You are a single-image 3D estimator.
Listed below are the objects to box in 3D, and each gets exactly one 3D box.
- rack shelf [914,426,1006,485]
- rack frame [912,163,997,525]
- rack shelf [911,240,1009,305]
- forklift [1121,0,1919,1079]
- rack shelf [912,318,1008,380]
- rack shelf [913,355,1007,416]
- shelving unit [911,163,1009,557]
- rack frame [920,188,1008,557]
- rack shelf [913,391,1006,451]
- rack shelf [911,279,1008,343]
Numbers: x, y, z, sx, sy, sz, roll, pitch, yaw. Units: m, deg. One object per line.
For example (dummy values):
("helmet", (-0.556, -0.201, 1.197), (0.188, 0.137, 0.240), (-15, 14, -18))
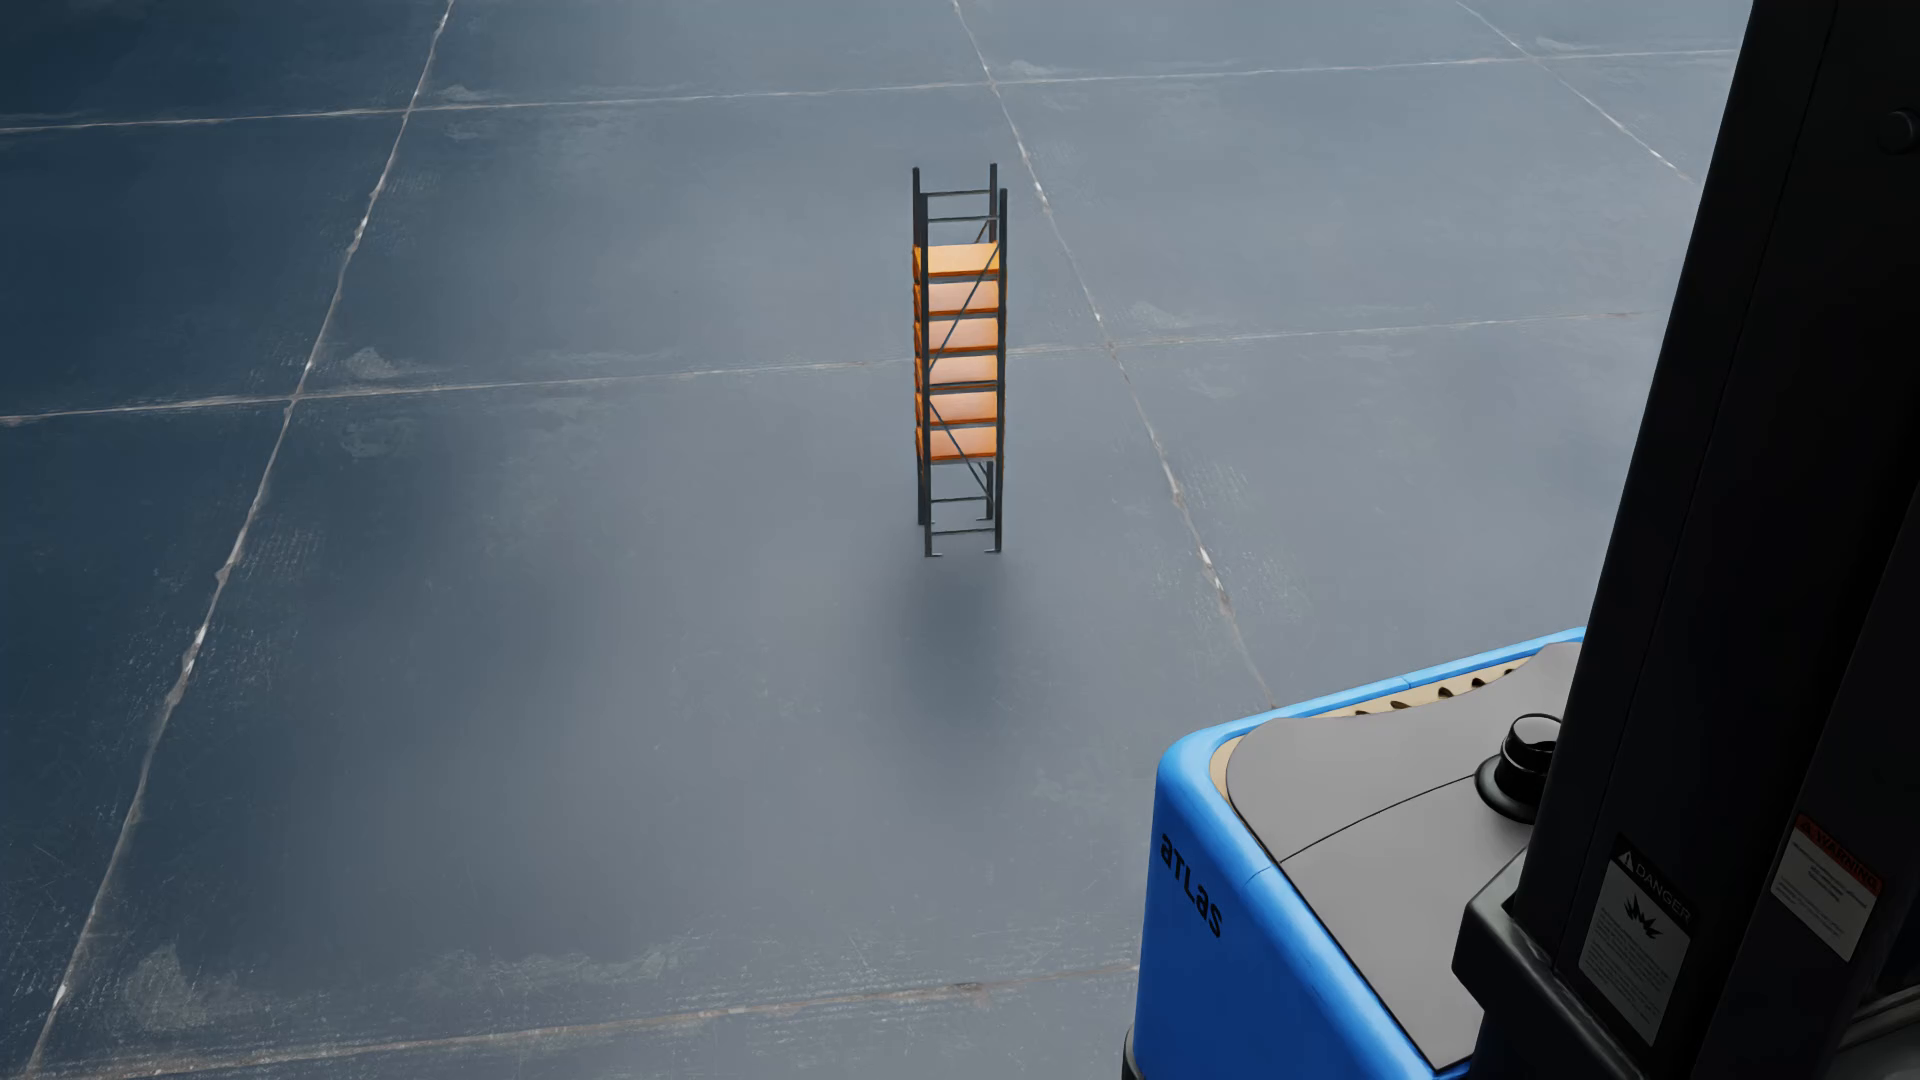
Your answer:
("rack shelf", (-0.002, -0.269, 5.084), (0.258, 0.103, 0.180), (-4, 35, -6))
("rack frame", (-0.014, -0.555, 4.999), (0.240, 1.200, 0.006), (-4, 35, -6))
("rack shelf", (-0.002, -0.765, 4.746), (0.258, 0.103, 0.180), (-4, 35, -6))
("forklift", (1.332, 0.691, 1.634), (1.130, 2.935, 3.031), (-13, 36, -18))
("rack shelf", (-0.002, -0.566, 4.881), (0.258, 0.103, 0.180), (-4, 35, -6))
("rack shelf", (-0.002, -0.467, 4.949), (0.258, 0.103, 0.180), (-4, 35, -6))
("shelving unit", (-0.002, -0.504, 4.924), (0.258, 1.200, 0.189), (-4, 35, -6))
("rack frame", (0.010, -0.453, 4.849), (0.240, 1.200, 0.006), (-4, 35, -6))
("rack shelf", (-0.002, -0.368, 5.017), (0.258, 0.103, 0.180), (-4, 35, -6))
("rack shelf", (-0.002, -0.665, 4.814), (0.258, 0.103, 0.180), (-4, 35, -6))
